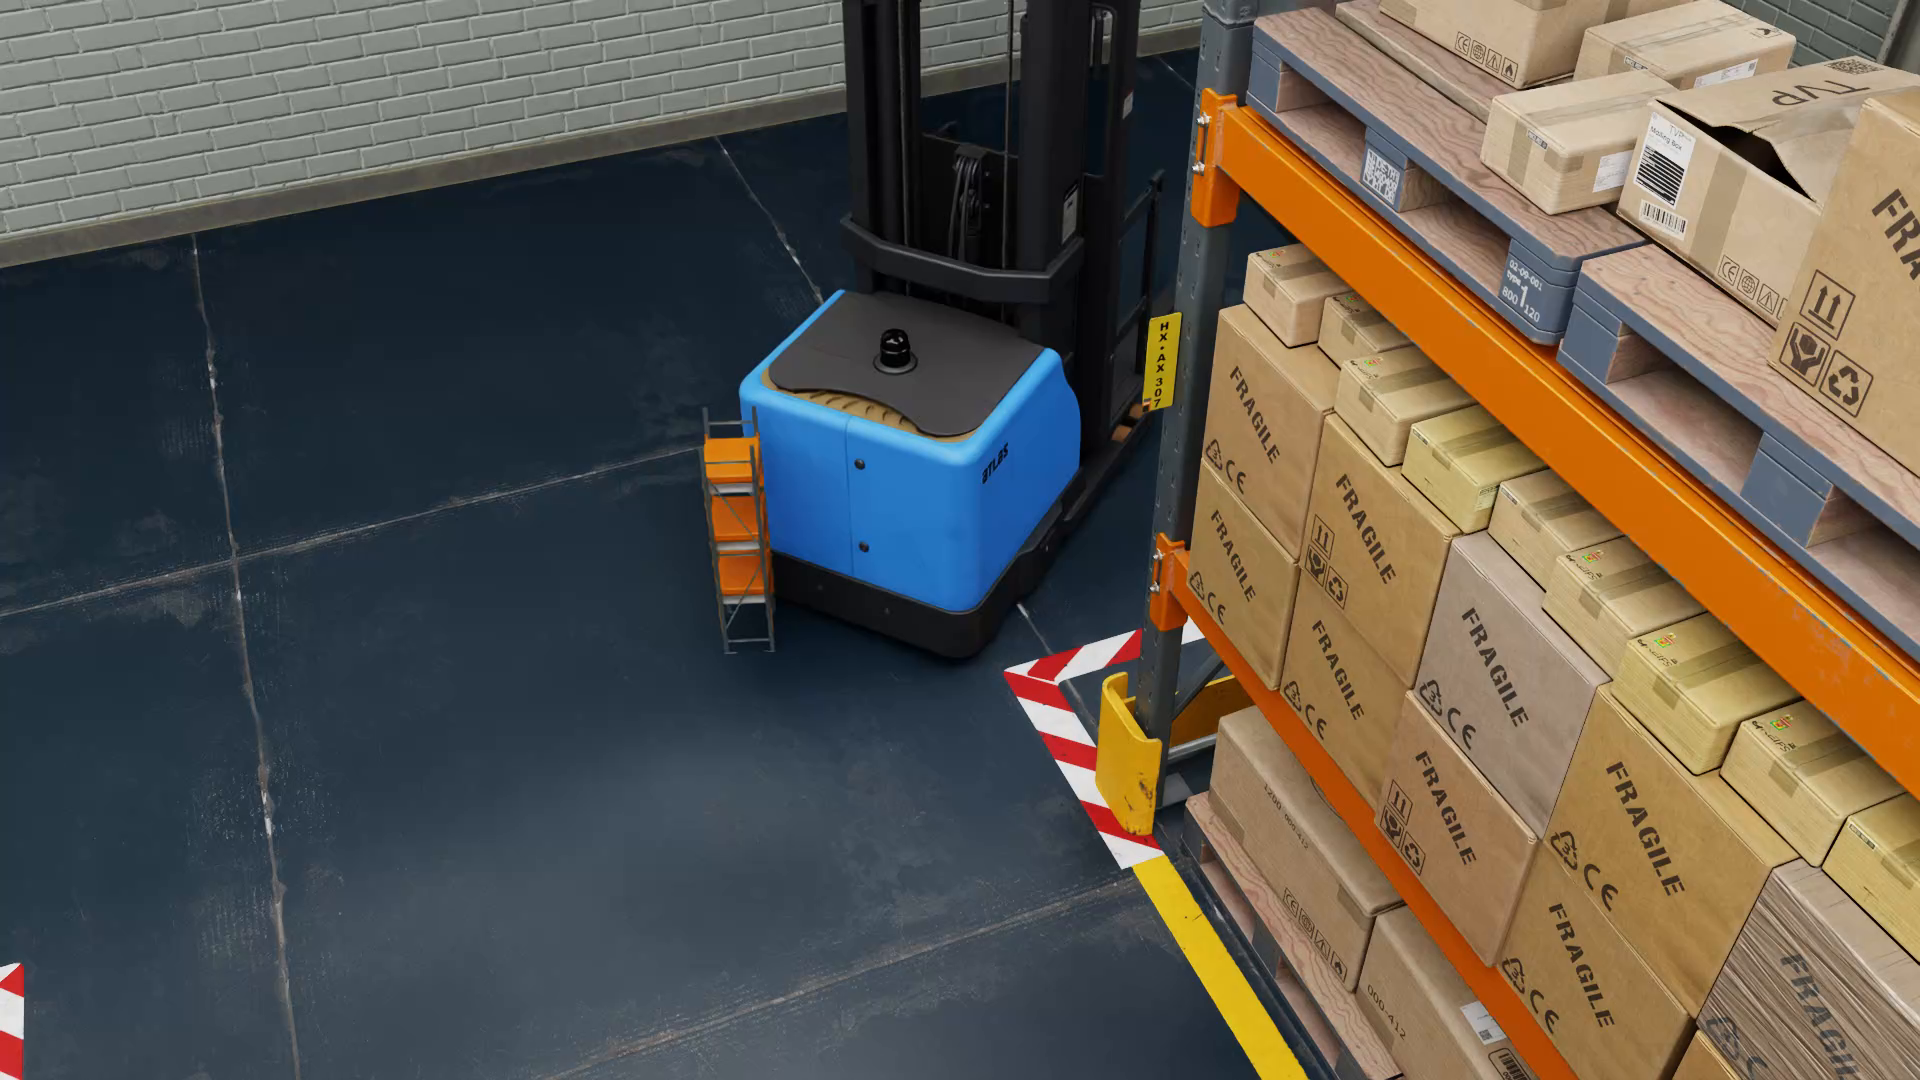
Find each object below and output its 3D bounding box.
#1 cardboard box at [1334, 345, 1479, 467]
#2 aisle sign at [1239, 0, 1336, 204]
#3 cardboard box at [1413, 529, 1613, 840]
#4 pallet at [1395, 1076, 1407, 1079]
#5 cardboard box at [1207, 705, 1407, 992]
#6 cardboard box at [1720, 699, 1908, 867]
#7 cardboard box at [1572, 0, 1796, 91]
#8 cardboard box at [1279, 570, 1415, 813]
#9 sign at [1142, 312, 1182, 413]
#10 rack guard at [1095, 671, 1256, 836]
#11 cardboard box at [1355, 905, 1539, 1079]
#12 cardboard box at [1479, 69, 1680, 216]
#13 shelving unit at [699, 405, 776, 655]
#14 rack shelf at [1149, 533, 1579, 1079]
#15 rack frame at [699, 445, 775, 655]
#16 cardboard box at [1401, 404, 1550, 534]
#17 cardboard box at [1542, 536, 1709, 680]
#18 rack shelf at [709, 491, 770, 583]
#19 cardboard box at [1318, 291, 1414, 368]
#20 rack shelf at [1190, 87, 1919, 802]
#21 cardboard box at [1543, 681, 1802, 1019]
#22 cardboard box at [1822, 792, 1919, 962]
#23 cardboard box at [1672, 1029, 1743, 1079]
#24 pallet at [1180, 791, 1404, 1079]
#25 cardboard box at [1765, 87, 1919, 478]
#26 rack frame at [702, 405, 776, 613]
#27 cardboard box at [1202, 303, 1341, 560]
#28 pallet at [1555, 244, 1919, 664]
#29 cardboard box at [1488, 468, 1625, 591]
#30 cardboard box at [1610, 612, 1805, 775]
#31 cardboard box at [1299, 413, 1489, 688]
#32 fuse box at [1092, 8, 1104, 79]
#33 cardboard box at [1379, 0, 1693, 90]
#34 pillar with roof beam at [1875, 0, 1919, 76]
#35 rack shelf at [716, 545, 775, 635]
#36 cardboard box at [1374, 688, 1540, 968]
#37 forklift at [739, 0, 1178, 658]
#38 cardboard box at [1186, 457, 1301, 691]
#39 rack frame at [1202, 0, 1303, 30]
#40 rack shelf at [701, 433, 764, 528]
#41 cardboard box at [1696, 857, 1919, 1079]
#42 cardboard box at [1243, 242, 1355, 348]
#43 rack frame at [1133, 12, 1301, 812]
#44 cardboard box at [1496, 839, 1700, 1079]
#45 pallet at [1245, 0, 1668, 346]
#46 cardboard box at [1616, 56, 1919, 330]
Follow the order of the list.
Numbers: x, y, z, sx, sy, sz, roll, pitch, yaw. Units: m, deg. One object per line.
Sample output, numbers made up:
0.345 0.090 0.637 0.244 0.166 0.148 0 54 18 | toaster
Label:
1.138 -0.344 4.008 0.380 0.149 0.250 -14 43 -16 | cardboard box
0.803 -1.245 4.404 0.394 0.787 0.004 -15 43 -17 | aisle sign
1.427 0.272 3.790 0.500 0.500 0.500 -15 43 -17 | cardboard box
1.939 1.964 4.804 1.003 0.211 1.213 -15 43 -17 | pallet
1.443 0.896 5.550 0.875 0.438 0.875 -17 43 -18 | cardboard box
1.678 0.422 3.118 0.380 0.149 0.250 -15 43 -17 | cardboard box
1.588 -1.047 3.660 0.380 0.149 0.250 -18 44 -20 | cardboard box
1.236 0.332 4.487 0.500 0.500 0.500 -16 43 -17 | cardboard box
0.583 -0.512 4.820 0.100 0.325 0.005 -15 43 -17 | sign
1.089 0.645 6.117 1.175 0.500 0.348 -15 43 -17 | rack guard
1.801 1.445 4.912 0.875 0.438 0.875 -14 43 -16 | cardboard box
1.302 -0.815 3.391 0.380 0.149 0.250 -14 43 -15 | cardboard box
-0.855 -0.020 6.468 0.215 1.050 0.252 -2 41 -3 | shelving unit
1.864 1.189 4.119 1.077 0.370 4.000 -15 43 -17 | rack shelf
-0.848 0.059 6.376 0.200 1.050 0.008 -2 41 -3 | rack frame
1.255 -0.190 3.829 0.380 0.149 0.250 -16 43 -18 | cardboard box
1.461 0.116 3.473 0.380 0.149 0.250 -15 43 -16 | cardboard box
-0.855 -0.012 6.475 0.215 0.259 0.240 -2 41 -3 | rack shelf
1.144 -0.529 4.223 0.380 0.149 0.250 -14 43 -16 | cardboard box
1.864 0.051 3.141 1.077 0.370 4.000 -15 43 -17 | rack shelf
1.619 0.572 3.440 0.500 0.500 0.500 -15 43 -17 | cardboard box
1.786 0.566 2.950 0.380 0.149 0.250 -16 43 -18 | cardboard box
1.807 1.259 3.408 0.500 0.500 0.500 -16 43 -17 | cardboard box
1.477 1.231 5.657 1.003 0.211 1.213 -15 43 -17 | pallet
1.731 -0.409 2.649 0.500 0.500 0.500 -14 43 -16 | cardboard box
-0.863 -0.100 6.560 0.200 1.050 0.008 -2 41 -3 | rack frame
1.019 -0.346 4.508 0.500 0.500 0.500 -16 43 -18 | cardboard box
1.862 -0.212 2.964 1.003 0.211 1.213 -15 43 -17 | pallet
1.405 -0.044 3.660 0.380 0.149 0.250 -15 43 -16 | cardboard box
1.533 0.276 3.288 0.380 0.149 0.250 -16 43 -18 | cardboard box
1.223 -0.036 4.148 0.500 0.500 0.500 -16 43 -18 | cardboard box
0.916 -3.627 10.156 0.539 1.711 0.414 -15 43 -17 | fuse box
1.354 -1.318 3.897 0.500 0.250 0.500 -19 44 -21 | cardboard box
1.507 -4.579 5.673 9.100 9.000 0.400 -15 43 -17 | pillar with roof beam
-0.855 0.198 6.656 0.215 0.259 0.240 -2 41 -3 | rack shelf
1.414 0.643 4.125 0.500 0.500 0.500 -15 43 -17 | cardboard box
0.262 -1.598 6.860 1.130 2.935 3.031 18 44 20 | forklift
1.017 0.034 4.833 0.500 0.500 0.500 -15 43 -17 | cardboard box
1.098 -2.563 3.329 1.000 3.000 0.127 -15 43 -17 | rack frame
-0.856 -0.227 6.290 0.215 0.259 0.240 -2 41 -3 | rack shelf
1.803 0.876 3.087 0.500 0.500 0.500 -15 43 -16 | cardboard box
0.978 -0.669 4.386 0.380 0.149 0.250 -14 43 -16 | cardboard box
1.098 -0.289 5.285 1.000 3.000 0.127 -15 43 -17 | rack frame
1.621 0.940 3.779 0.500 0.500 0.500 -14 43 -15 | cardboard box
1.392 -0.948 3.819 1.003 0.211 1.213 -15 43 -17 | pallet
1.625 -0.675 3.104 0.500 0.311 0.500 -14 43 -16 | cardboard box
